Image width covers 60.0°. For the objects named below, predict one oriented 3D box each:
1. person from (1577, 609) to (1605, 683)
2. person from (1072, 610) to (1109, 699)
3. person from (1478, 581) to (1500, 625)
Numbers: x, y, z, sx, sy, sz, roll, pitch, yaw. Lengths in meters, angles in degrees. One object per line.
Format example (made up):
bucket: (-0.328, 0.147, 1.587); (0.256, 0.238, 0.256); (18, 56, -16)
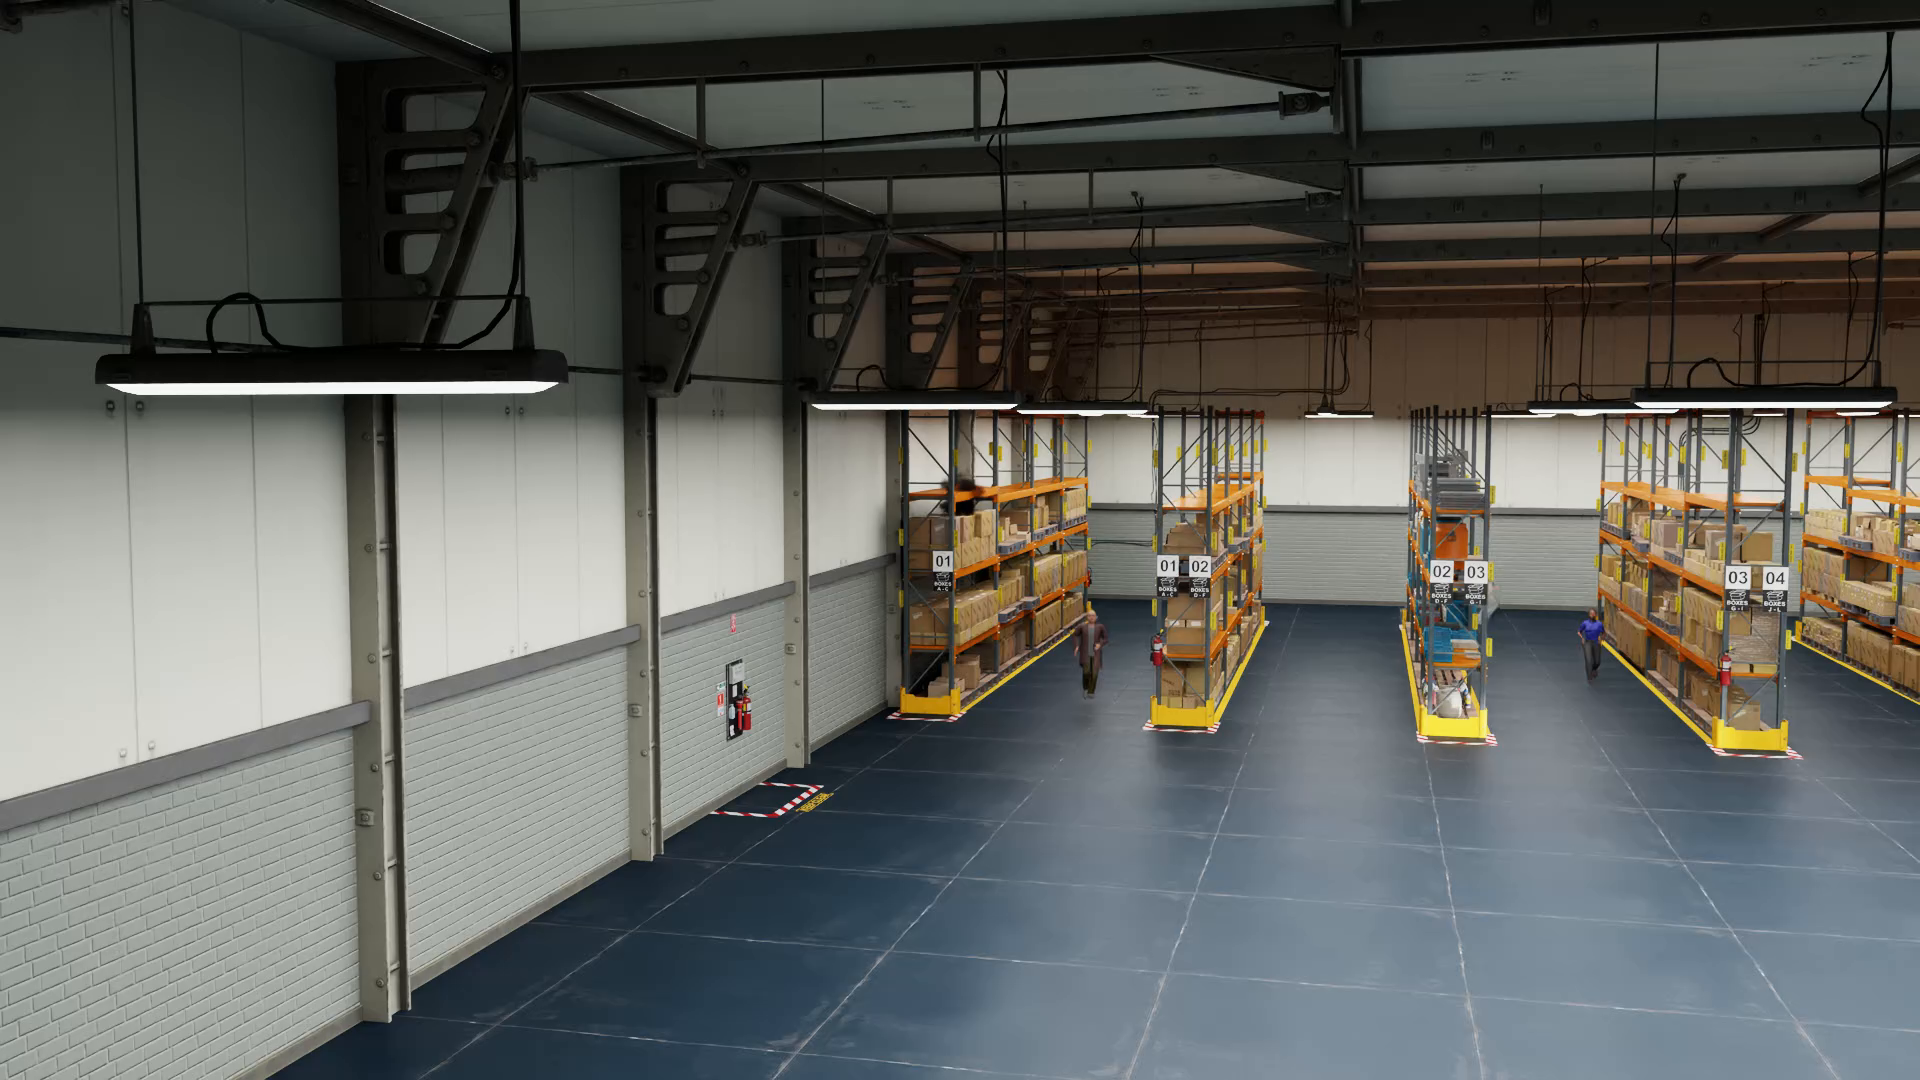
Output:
person: (13.820, 2.308, 36.406); (0.576, 1.604, 0.612); (1, 4, 16)
person: (2.550, 2.251, 32.409); (0.703, 1.757, 0.625); (0, 4, 0)
person: (14.788, 1.552, 46.579); (0.637, 1.642, 0.539); (1, 4, 14)
